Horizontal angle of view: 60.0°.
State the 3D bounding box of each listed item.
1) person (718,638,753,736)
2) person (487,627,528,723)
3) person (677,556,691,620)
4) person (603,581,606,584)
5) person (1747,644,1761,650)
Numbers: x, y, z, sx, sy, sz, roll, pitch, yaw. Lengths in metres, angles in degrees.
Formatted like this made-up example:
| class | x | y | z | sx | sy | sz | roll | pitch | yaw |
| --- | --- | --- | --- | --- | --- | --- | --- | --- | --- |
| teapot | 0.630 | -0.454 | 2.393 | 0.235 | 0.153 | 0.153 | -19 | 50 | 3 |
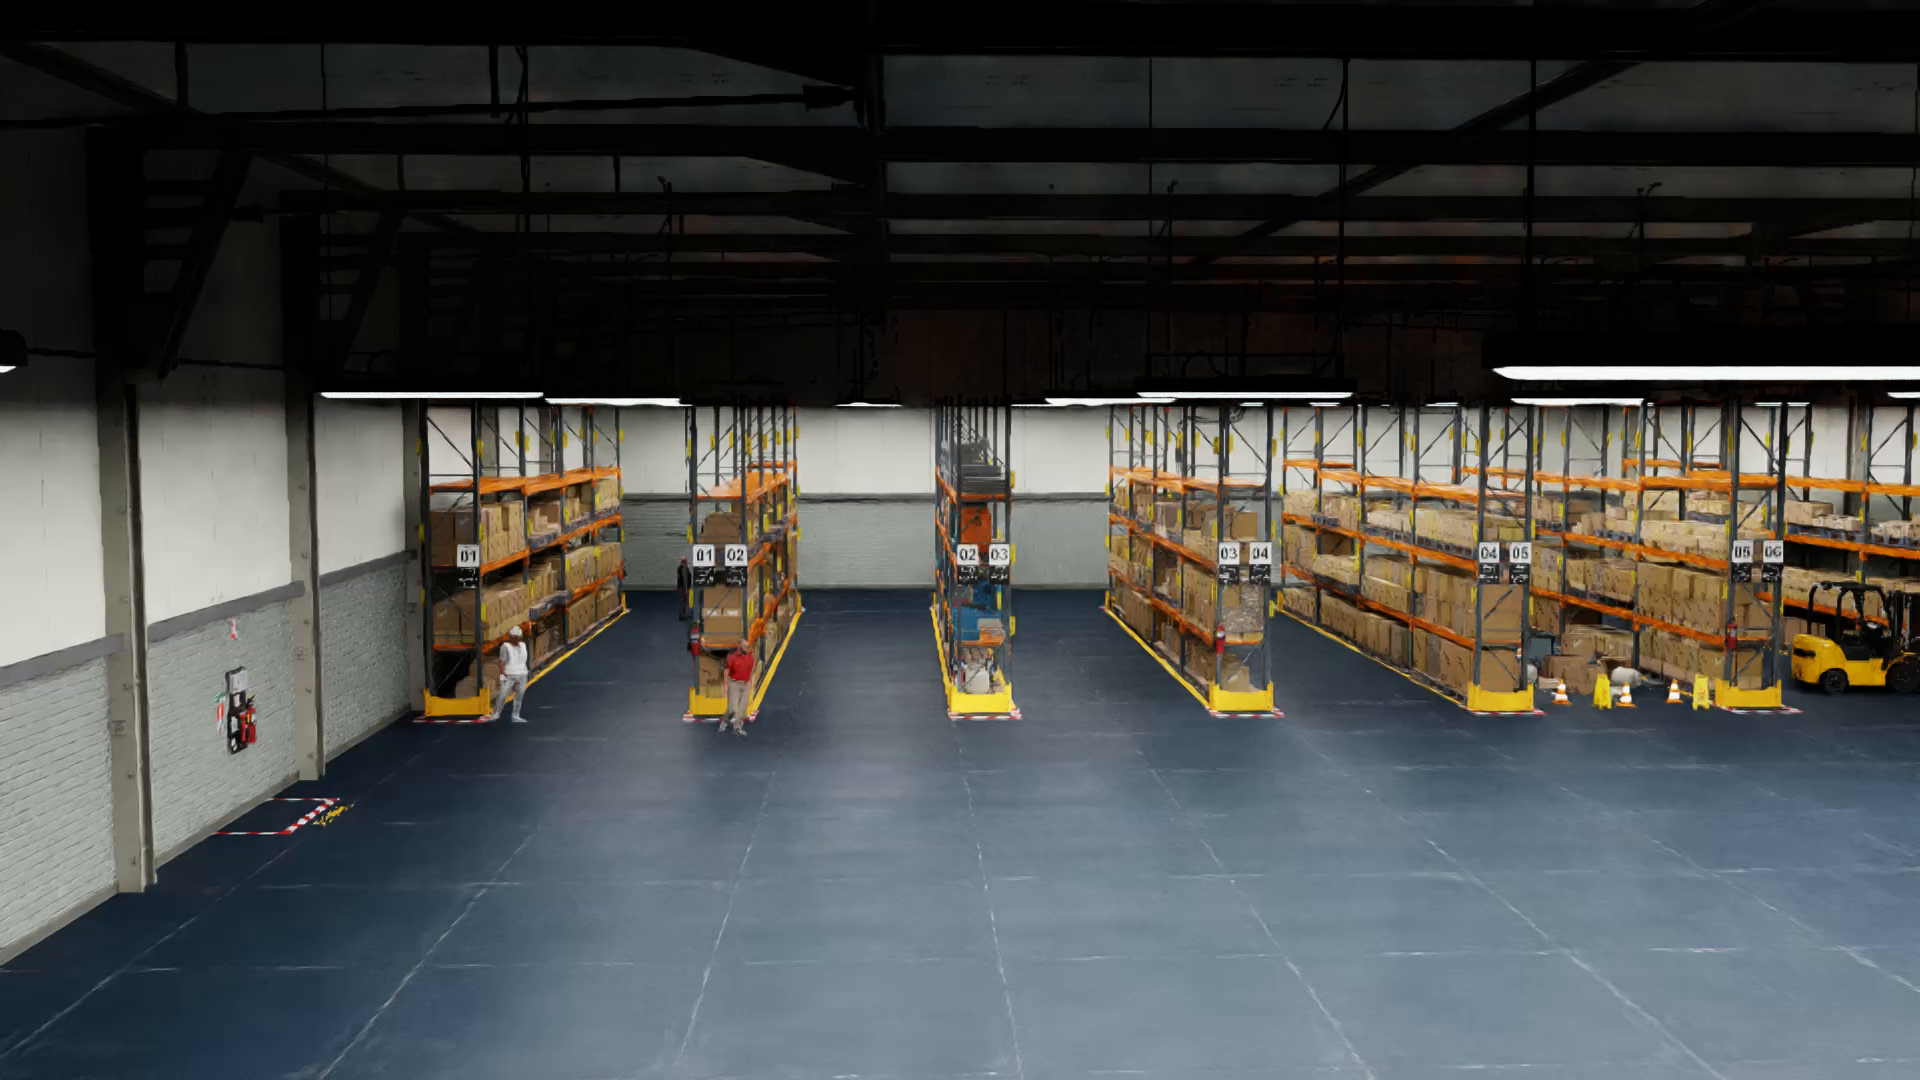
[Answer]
| class | x | y | z | sx | sy | sz | roll | pitch | yaw |
| --- | --- | --- | --- | --- | --- | --- | --- | --- | --- |
| person | -3.937 | 2.568 | 29.227 | 0.607 | 1.719 | 0.545 | -4 | 6 | -38 |
| person | -8.220 | 2.457 | 30.250 | 0.741 | 1.773 | 0.523 | -4 | 6 | -43 |
| person | -7.487 | 1.294 | 45.182 | 0.376 | 1.732 | 0.594 | -1 | 5 | -18 |
| person | -10.654 | 1.078 | 48.540 | 0.475 | 1.665 | 0.648 | 4 | 6 | 43 |
| person | 16.950 | 2.085 | 35.591 | 0.468 | 1.661 | 0.497 | 2 | 5 | 28 |
